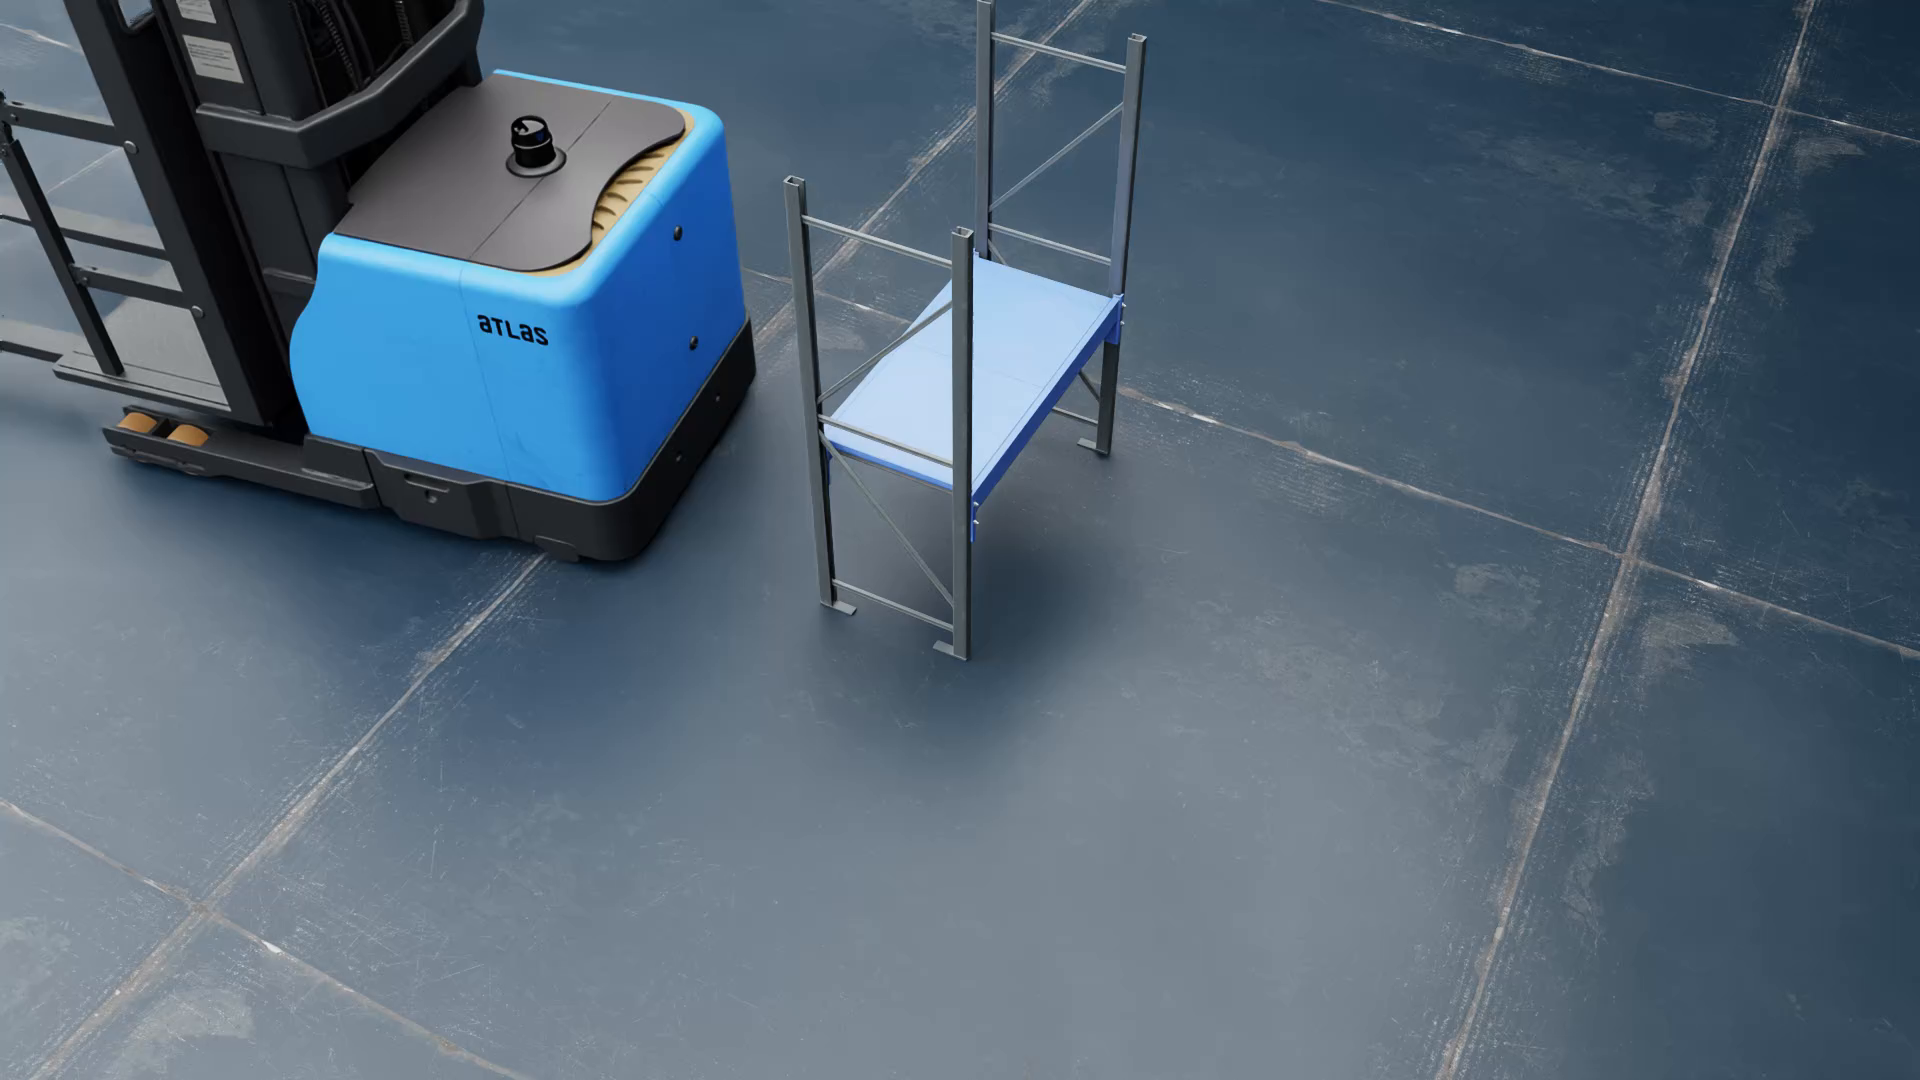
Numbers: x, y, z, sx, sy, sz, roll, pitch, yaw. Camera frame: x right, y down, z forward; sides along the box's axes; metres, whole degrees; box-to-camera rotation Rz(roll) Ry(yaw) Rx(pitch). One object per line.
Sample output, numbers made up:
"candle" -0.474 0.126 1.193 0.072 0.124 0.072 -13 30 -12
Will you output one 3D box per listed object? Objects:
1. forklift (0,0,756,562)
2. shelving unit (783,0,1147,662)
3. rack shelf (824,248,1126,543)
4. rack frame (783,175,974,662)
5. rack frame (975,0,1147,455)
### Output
"forklift" -2.275 -1.586 4.756 3.031 2.935 1.130 13 47 13
"shelving unit" 0.040 -0.581 4.770 0.538 1.500 1.048 20 49 19
"rack shelf" 0.040 -0.455 4.898 0.538 0.185 1.000 20 49 19
"rack frame" -0.196 -0.261 4.453 0.500 1.500 0.032 20 49 19
"rack frame" 0.276 -0.901 5.086 0.500 1.500 0.032 20 49 19
